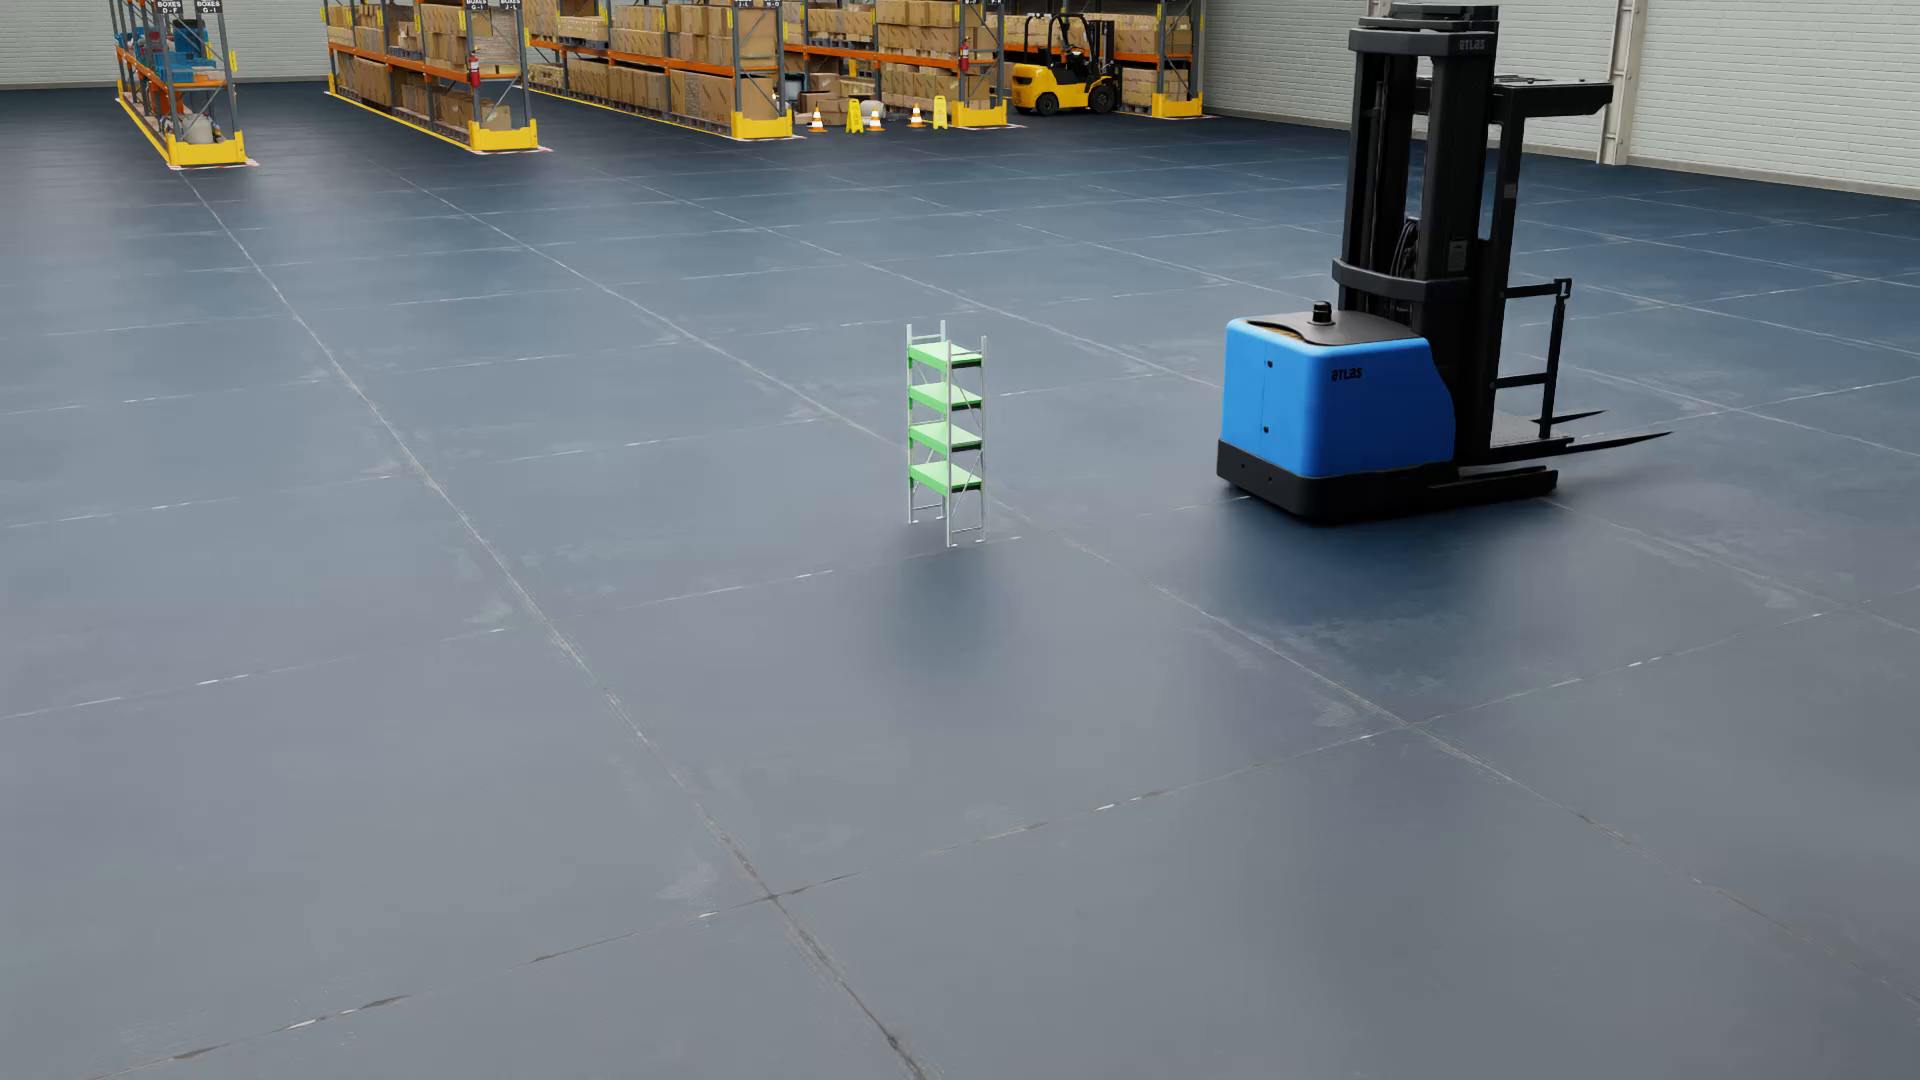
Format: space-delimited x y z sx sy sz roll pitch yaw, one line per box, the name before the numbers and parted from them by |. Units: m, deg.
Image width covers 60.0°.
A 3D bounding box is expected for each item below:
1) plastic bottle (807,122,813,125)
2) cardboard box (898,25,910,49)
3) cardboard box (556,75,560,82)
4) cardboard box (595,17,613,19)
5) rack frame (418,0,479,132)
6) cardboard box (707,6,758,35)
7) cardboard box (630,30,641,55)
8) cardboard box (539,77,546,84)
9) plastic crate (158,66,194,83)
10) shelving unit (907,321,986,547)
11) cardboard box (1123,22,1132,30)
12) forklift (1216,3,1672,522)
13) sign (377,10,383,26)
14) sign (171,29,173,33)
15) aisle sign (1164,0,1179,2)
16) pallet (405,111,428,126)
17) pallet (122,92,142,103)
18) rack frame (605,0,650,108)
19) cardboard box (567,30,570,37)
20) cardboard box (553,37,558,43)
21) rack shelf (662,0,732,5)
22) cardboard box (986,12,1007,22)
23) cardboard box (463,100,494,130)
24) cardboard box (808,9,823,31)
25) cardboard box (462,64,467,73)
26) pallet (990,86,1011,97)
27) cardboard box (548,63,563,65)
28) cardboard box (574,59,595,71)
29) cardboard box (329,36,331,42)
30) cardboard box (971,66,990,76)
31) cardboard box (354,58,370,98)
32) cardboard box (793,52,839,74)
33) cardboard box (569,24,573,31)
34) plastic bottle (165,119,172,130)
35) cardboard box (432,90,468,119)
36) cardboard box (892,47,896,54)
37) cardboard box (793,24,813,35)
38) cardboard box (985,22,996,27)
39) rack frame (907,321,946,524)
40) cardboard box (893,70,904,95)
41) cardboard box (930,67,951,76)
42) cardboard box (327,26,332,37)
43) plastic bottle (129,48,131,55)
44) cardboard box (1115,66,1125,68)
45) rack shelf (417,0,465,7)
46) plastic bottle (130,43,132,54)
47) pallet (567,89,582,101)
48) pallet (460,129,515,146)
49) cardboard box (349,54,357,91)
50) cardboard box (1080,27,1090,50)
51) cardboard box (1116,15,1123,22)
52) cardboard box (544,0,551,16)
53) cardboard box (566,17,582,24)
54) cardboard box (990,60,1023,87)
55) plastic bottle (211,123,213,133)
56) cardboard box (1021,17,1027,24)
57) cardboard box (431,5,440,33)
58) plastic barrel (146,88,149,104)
plastic bottle | -3.101 -8.717 34.799 0.283 0.061 0.133 16 25 39
cardboard box | -1.010 -10.967 36.206 0.500 0.500 0.500 -10 21 -27
cardboard box | -10.136 -11.844 42.629 0.380 0.149 0.250 -11 22 -29
cardboard box | -8.717 -12.714 40.707 0.380 0.149 0.250 -11 22 -28
rack frame | -10.181 -9.700 33.144 1.000 3.000 0.127 -10 21 -27
cardboard box | -4.499 -10.310 33.027 0.875 0.550 0.550 -10 21 -27
cardboard box | -6.974 -11.030 36.846 0.500 0.500 0.500 -10 22 -27
cardboard box | -10.907 -12.169 44.024 0.380 0.149 0.250 -11 22 -29
plastic crate | -13.142 -7.812 27.899 0.499 0.251 0.616 -10 21 -27
shelving unit | -0.079 -0.615 9.573 0.258 1.200 0.503 -10 21 -27
cardboard box | 3.902 -11.562 37.391 0.380 0.149 0.250 -11 22 -28
forklift | 3.202 -1.794 10.337 3.031 2.935 1.130 -8 21 -22
sign | -12.567 -11.309 36.031 0.100 0.325 0.005 -10 21 -27
sign | -17.854 -11.445 37.776 0.100 0.325 0.005 -10 21 -27
aisle sign | 4.579 -12.021 35.885 0.394 0.787 0.004 -10 21 -27
pallet | -11.135 -8.956 35.262 1.003 0.211 1.213 -10 21 -27
pallet | -19.881 -10.817 40.655 1.003 0.211 1.213 -10 21 -27
rack frame | -7.667 -11.588 38.614 1.000 3.000 0.127 -10 21 -27
cardboard box | -9.414 -12.408 40.733 0.380 0.149 0.250 -10 21 -26
cardboard box | -10.127 -12.720 42.281 0.380 0.149 0.250 -11 22 -28
rack shelf | -4.818 -10.943 33.251 1.077 0.370 4.000 -10 21 -27
cardboard box | 0.901 -13.571 43.565 0.500 0.500 0.500 -9 21 -24
cardboard box | -9.158 -8.100 31.694 0.500 0.500 0.500 -8 21 -22
cardboard box | -3.349 -12.605 40.308 0.500 0.500 0.500 -11 22 -28
cardboard box | -8.881 -8.619 30.395 0.380 0.149 0.250 -10 21 -27
pallet | 1.364 -11.593 42.904 1.003 0.211 1.213 -10 21 -27
cardboard box | -10.923 -12.823 45.007 0.380 0.149 0.250 -10 21 -26
cardboard box | -9.193 -11.702 40.983 0.500 0.250 0.500 -9 21 -25
cardboard box | -16.001 -12.873 42.725 0.380 0.149 0.250 -10 21 -26
cardboard box | 0.617 -12.258 43.746 0.500 0.500 0.500 -9 21 -25
cardboard box | -13.658 -11.010 39.554 1.225 0.875 0.875 -10 21 -26
cardboard box | -3.614 -11.789 41.810 0.875 0.875 0.875 -10 22 -27
cardboard box | -9.283 -12.472 40.463 0.380 0.149 0.250 -9 21 -24
plastic bottle | -14.142 -7.363 29.758 0.144 0.351 0.185 -9 21 -24
cardboard box | -10.454 -8.906 34.000 0.700 0.500 0.500 -12 22 -31
cardboard box | -1.274 -10.840 36.833 0.380 0.149 0.250 -10 21 -27
cardboard box | -3.813 -12.648 41.152 0.500 0.250 0.500 -10 21 -27
cardboard box | 0.981 -13.150 42.604 0.500 0.250 0.500 -10 21 -27
rack frame | -0.194 -0.685 9.776 0.240 1.200 0.015 -10 21 -27
cardboard box | -1.153 -10.125 36.798 0.500 0.500 0.500 -9 21 -24
cardboard box | -0.404 -9.931 35.241 0.380 0.149 0.250 -9 21 -25
cardboard box | -15.889 -13.035 42.582 0.500 0.250 0.500 -11 22 -28
plastic bottle | -18.203 -10.773 36.558 0.097 0.201 0.097 0 19 0
cardboard box | 3.583 -10.748 38.218 0.500 0.250 0.500 -10 22 -28
rack shelf | -9.231 -10.204 31.108 1.077 0.370 4.000 -10 21 -27
plastic bottle | -17.905 -10.647 36.077 0.152 0.276 0.135 -10 21 -27
pallet | -9.196 -11.194 41.750 1.003 0.211 1.213 -10 21 -27
pallet | -8.672 -7.494 31.026 1.003 0.211 1.213 -10 21 -27
cardboard box | -14.650 -11.651 41.411 0.875 0.875 0.875 -10 21 -27
cardboard box | 3.150 -11.738 38.895 0.500 0.500 0.500 -10 21 -26
cardboard box | 3.756 -11.772 37.545 0.380 0.149 0.250 -10 21 -26
cardboard box | -10.278 -13.637 42.411 0.500 0.500 0.500 -11 22 -28
cardboard box | -9.411 -12.687 40.631 0.380 0.149 0.250 -10 22 -27
cardboard box | 1.292 -12.048 42.945 0.875 0.625 0.625 -9 21 -25
plastic bottle | -13.438 -7.399 29.983 0.097 0.271 0.097 0 19 0
cardboard box | 1.722 -12.849 41.122 0.380 0.149 0.250 -11 22 -28
cardboard box | -9.715 -9.905 31.596 0.500 0.500 0.500 -10 21 -27
plastic barrel | -17.570 -9.714 36.354 0.421 0.512 0.421 0 19 0
